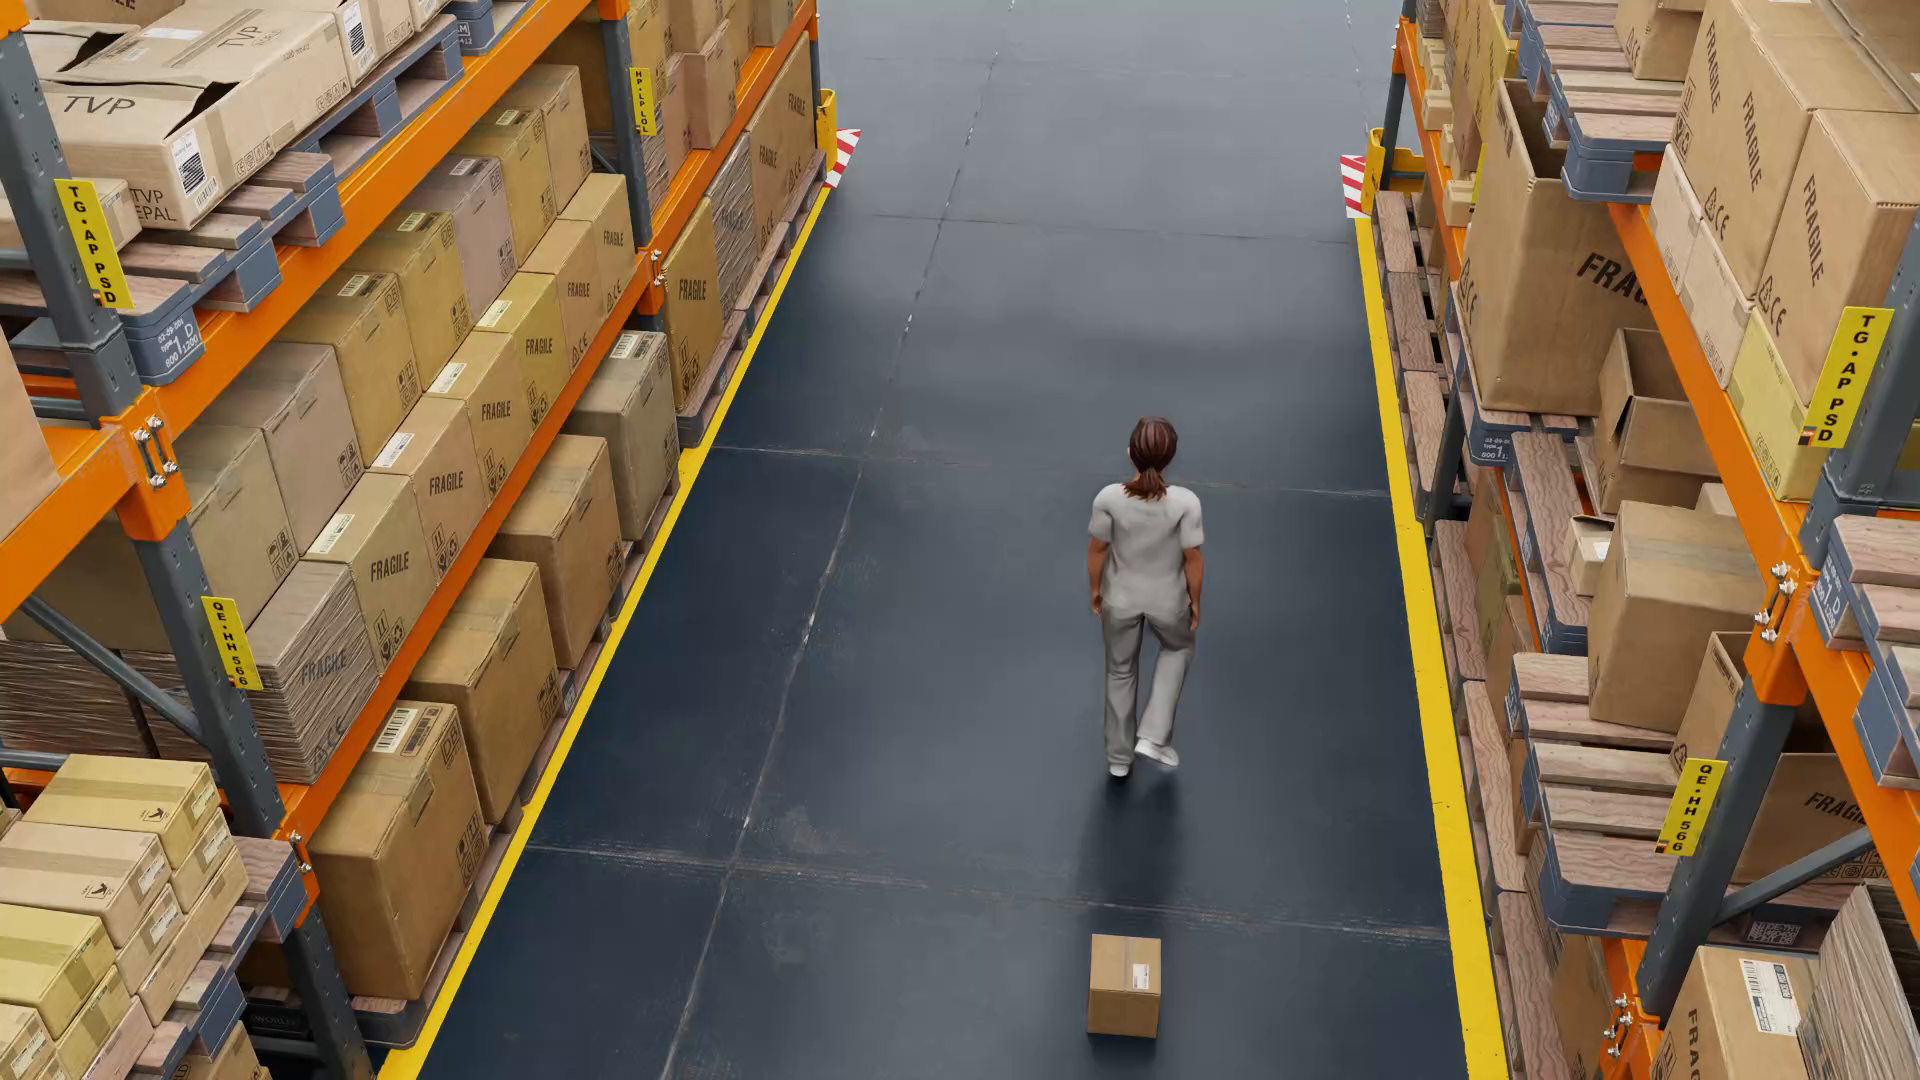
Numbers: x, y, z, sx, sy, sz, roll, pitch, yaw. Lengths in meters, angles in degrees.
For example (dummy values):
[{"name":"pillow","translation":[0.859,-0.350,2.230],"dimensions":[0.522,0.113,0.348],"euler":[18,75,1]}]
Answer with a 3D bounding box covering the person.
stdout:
[{"name":"person","translation":[0.732,0.242,6.666],"dimensions":[0.470,1.669,0.437],"euler":[6,37,7]}]
